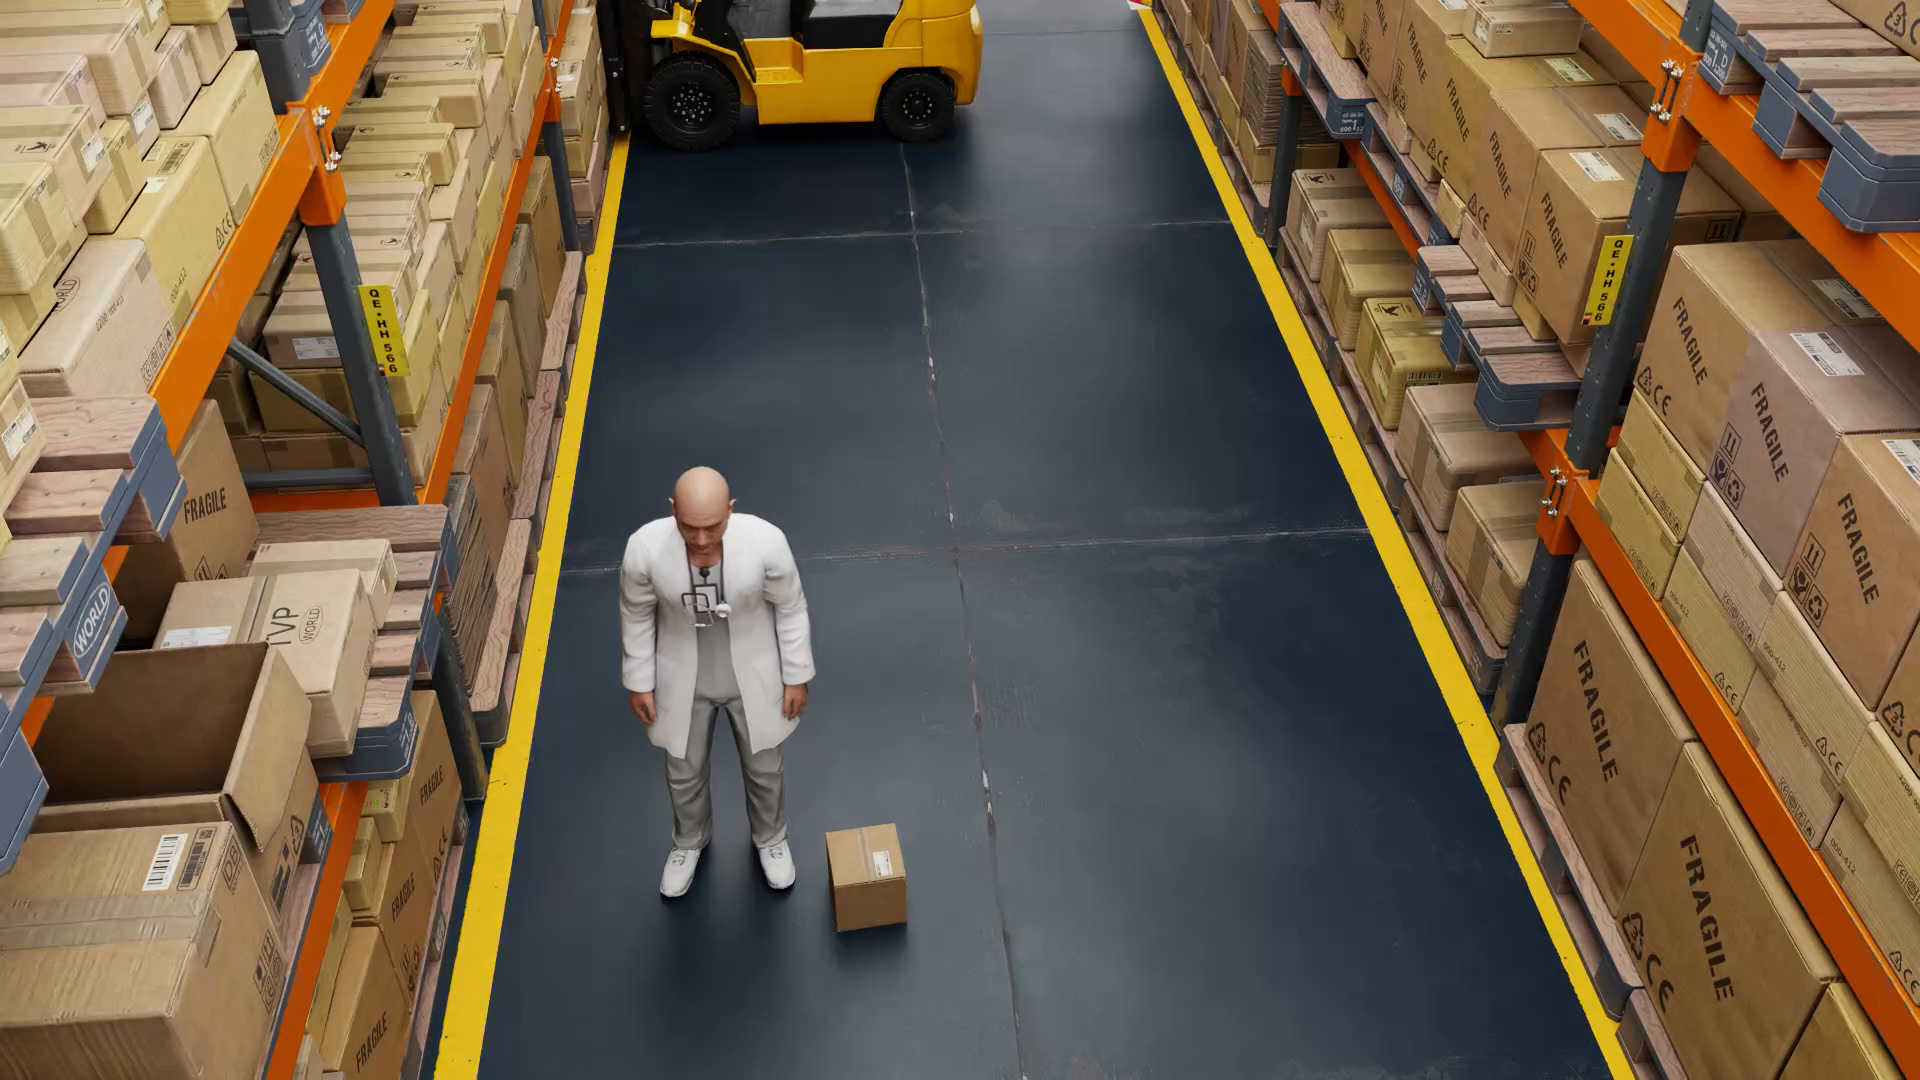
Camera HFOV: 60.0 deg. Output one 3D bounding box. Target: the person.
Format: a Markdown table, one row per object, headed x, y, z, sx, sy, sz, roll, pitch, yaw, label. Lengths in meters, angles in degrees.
| x | y | z | sx | sy | sz | roll | pitch | yaw | label |
| --- | --- | --- | --- | --- | --- | --- | --- | --- | --- |
| -0.807 | 0.467 | 5.580 | 0.642 | 1.775 | 0.422 | -2 | 39 | -3 | person |
